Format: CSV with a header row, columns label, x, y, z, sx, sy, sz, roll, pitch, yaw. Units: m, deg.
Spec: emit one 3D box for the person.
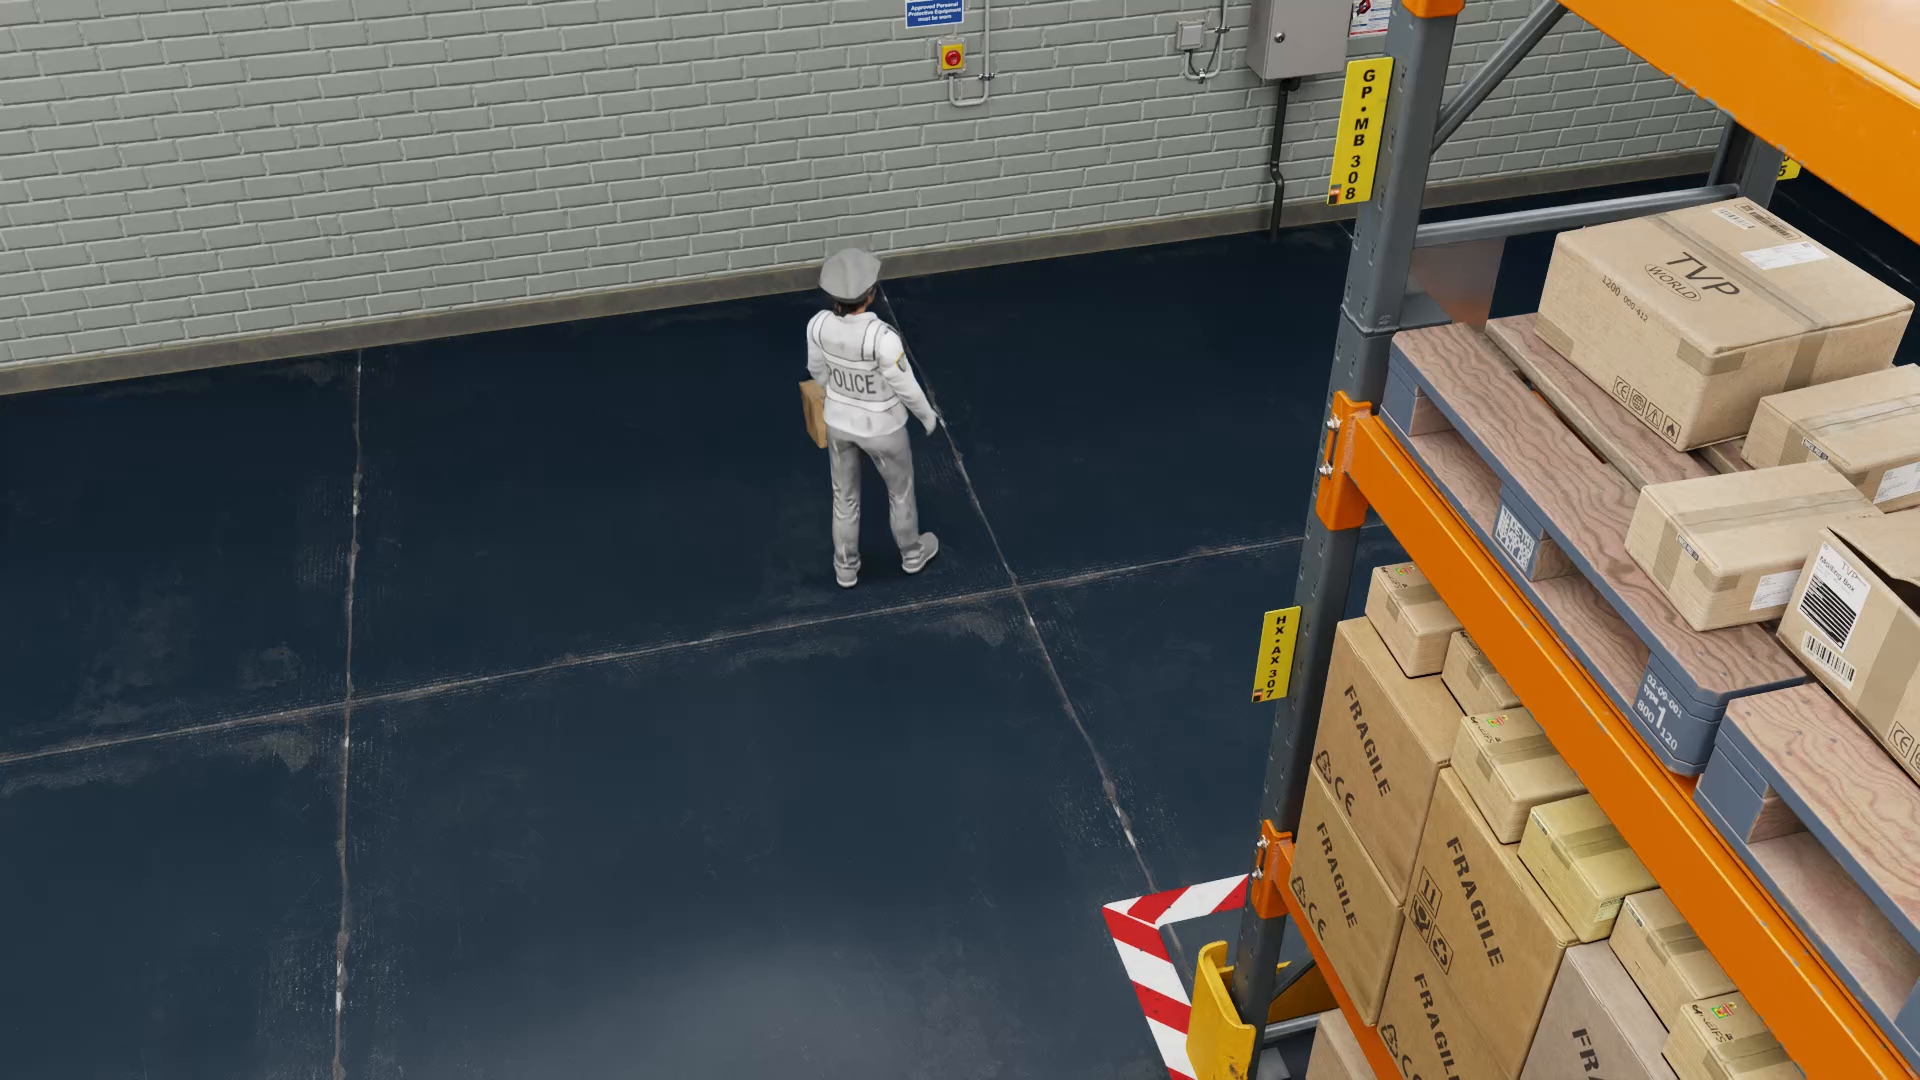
label,x,y,z,sx,sy,sz,roll,pitch,yaw
person,-0.386,-0.557,7.372,0.543,1.691,0.516,16,41,19
